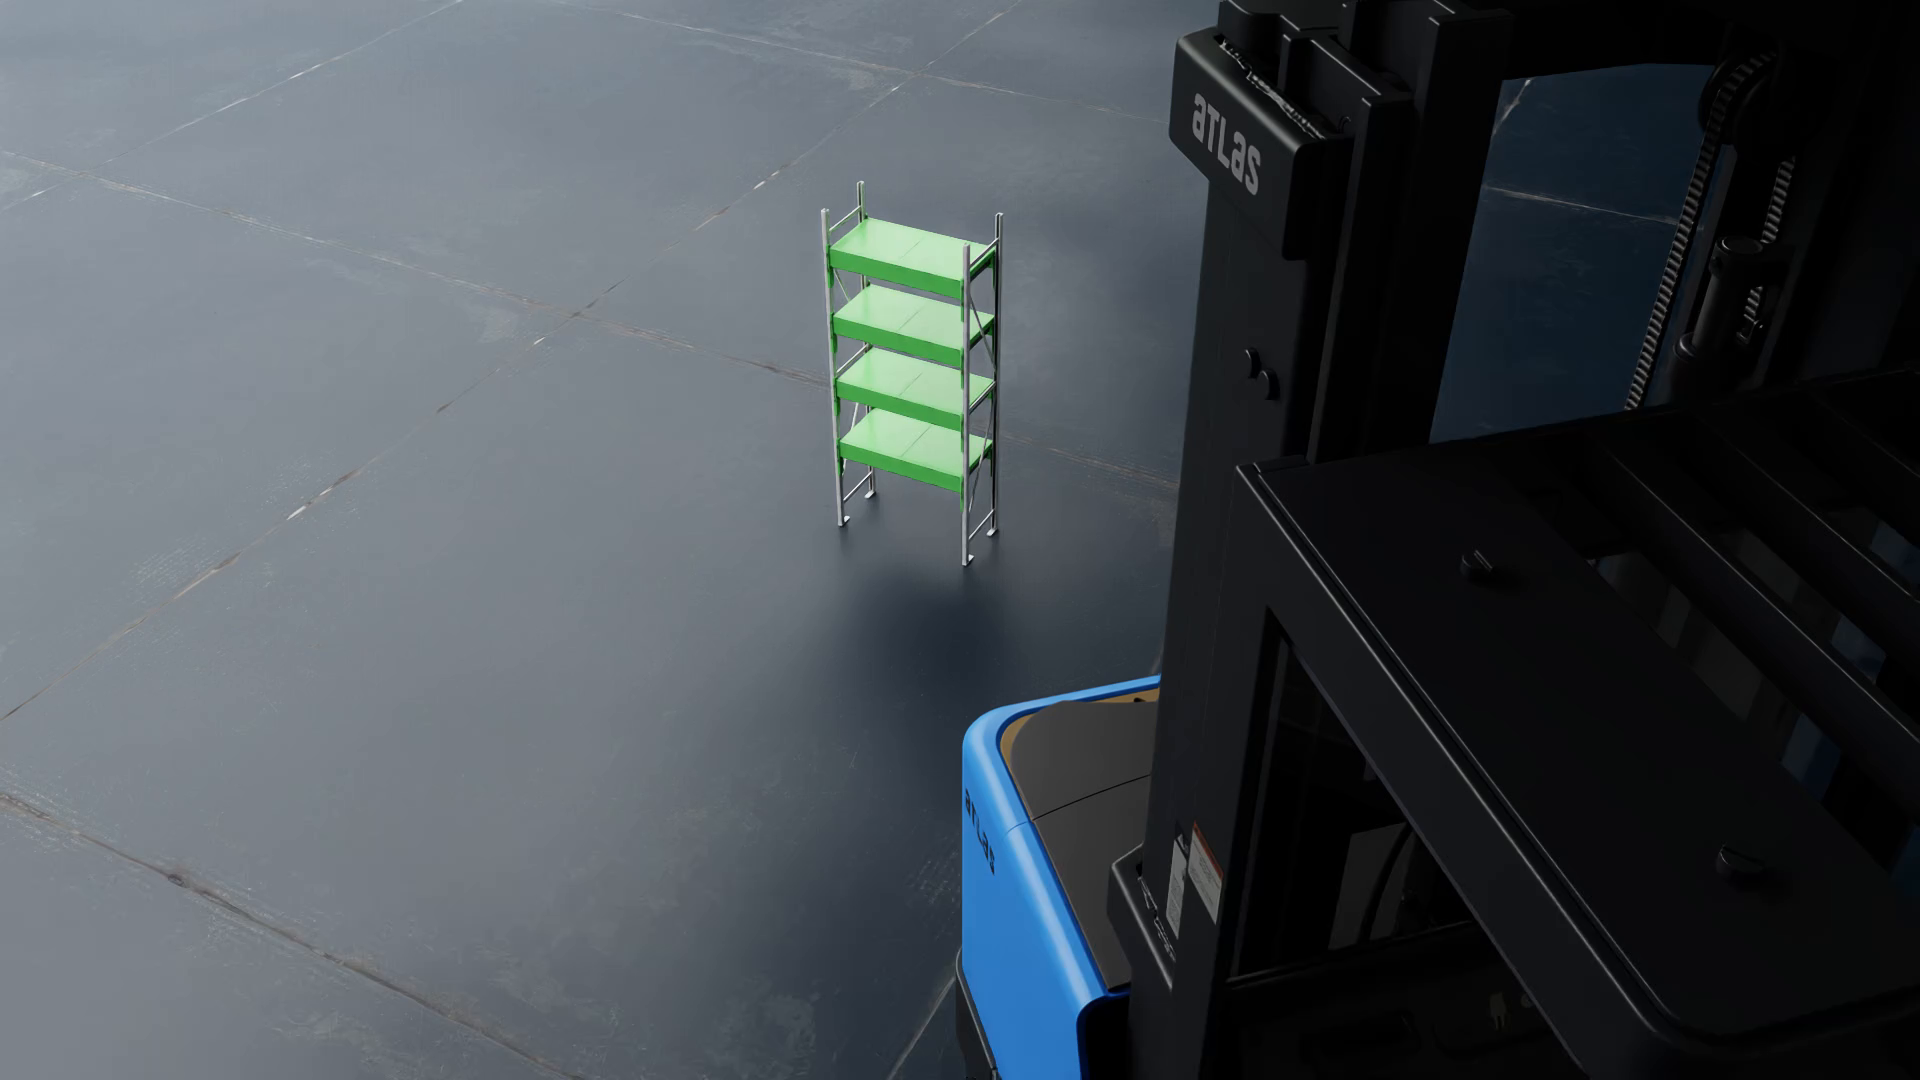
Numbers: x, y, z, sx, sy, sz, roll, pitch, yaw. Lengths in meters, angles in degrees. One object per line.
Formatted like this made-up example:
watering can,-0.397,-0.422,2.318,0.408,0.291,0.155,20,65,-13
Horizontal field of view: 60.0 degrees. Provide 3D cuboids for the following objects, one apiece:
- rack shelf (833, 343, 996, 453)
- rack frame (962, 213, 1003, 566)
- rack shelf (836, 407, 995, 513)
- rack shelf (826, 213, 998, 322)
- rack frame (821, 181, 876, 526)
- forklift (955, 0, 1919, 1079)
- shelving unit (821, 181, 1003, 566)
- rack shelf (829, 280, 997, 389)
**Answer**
rack shelf,-0.147,-0.473,5.486,0.480,0.148,0.258,17,41,21
rack frame,0.070,-0.456,5.358,0.015,1.200,0.240,17,41,21
rack shelf,-0.147,-0.282,5.632,0.480,0.148,0.258,17,41,21
rack shelf,-0.147,-0.855,5.196,0.480,0.148,0.258,17,41,21
rack frame,-0.364,-0.592,5.537,0.015,1.200,0.240,17,41,21
forklift,0.892,0.825,2.239,1.130,2.935,3.031,-10,38,-13
shelving unit,-0.147,-0.524,5.448,0.503,1.200,0.258,17,41,21
rack shelf,-0.147,-0.664,5.341,0.480,0.148,0.258,17,41,21
